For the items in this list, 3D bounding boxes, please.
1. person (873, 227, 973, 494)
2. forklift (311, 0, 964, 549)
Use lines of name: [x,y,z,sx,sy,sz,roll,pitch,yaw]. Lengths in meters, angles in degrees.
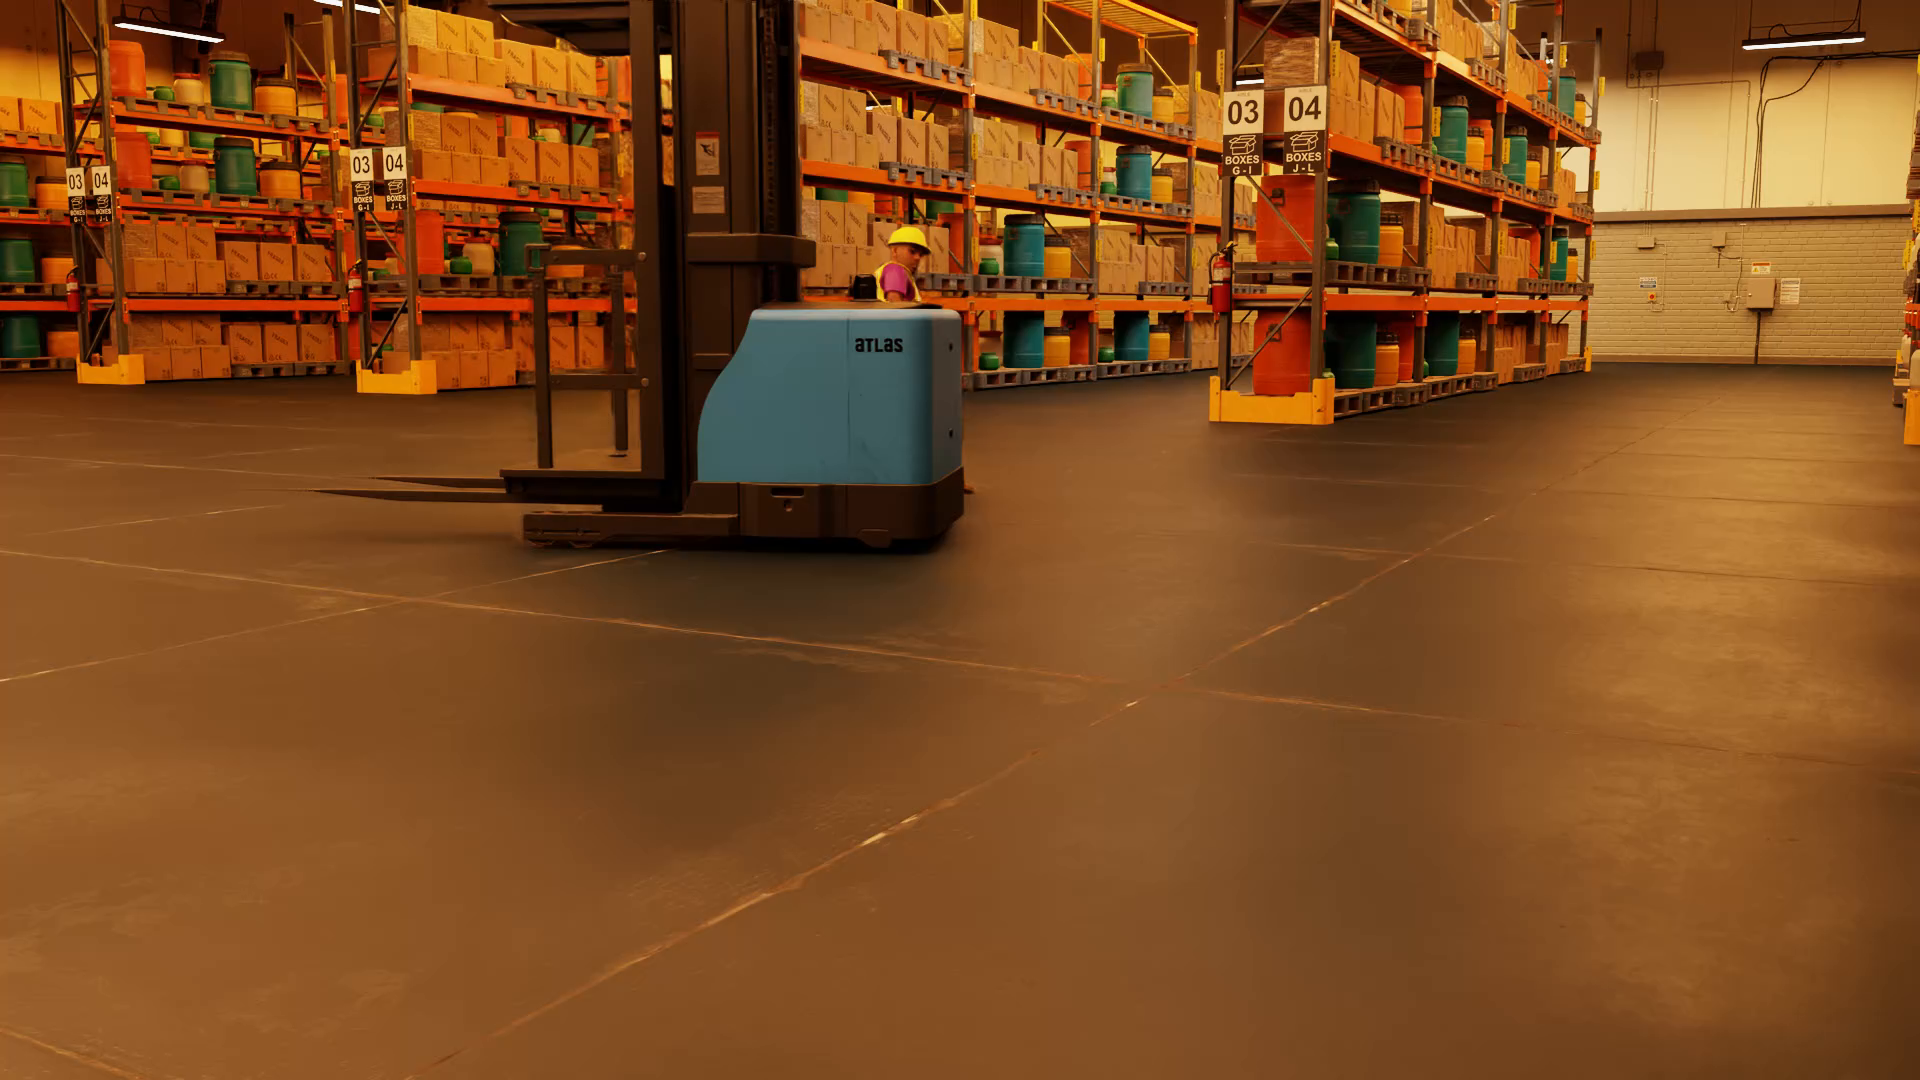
person: [-0.248,-1.000,9.471,0.797,1.556,0.807,-6,10,-36]
forklift: [-1.542,-1.483,7.835,3.031,2.935,1.130,1,8,9]
